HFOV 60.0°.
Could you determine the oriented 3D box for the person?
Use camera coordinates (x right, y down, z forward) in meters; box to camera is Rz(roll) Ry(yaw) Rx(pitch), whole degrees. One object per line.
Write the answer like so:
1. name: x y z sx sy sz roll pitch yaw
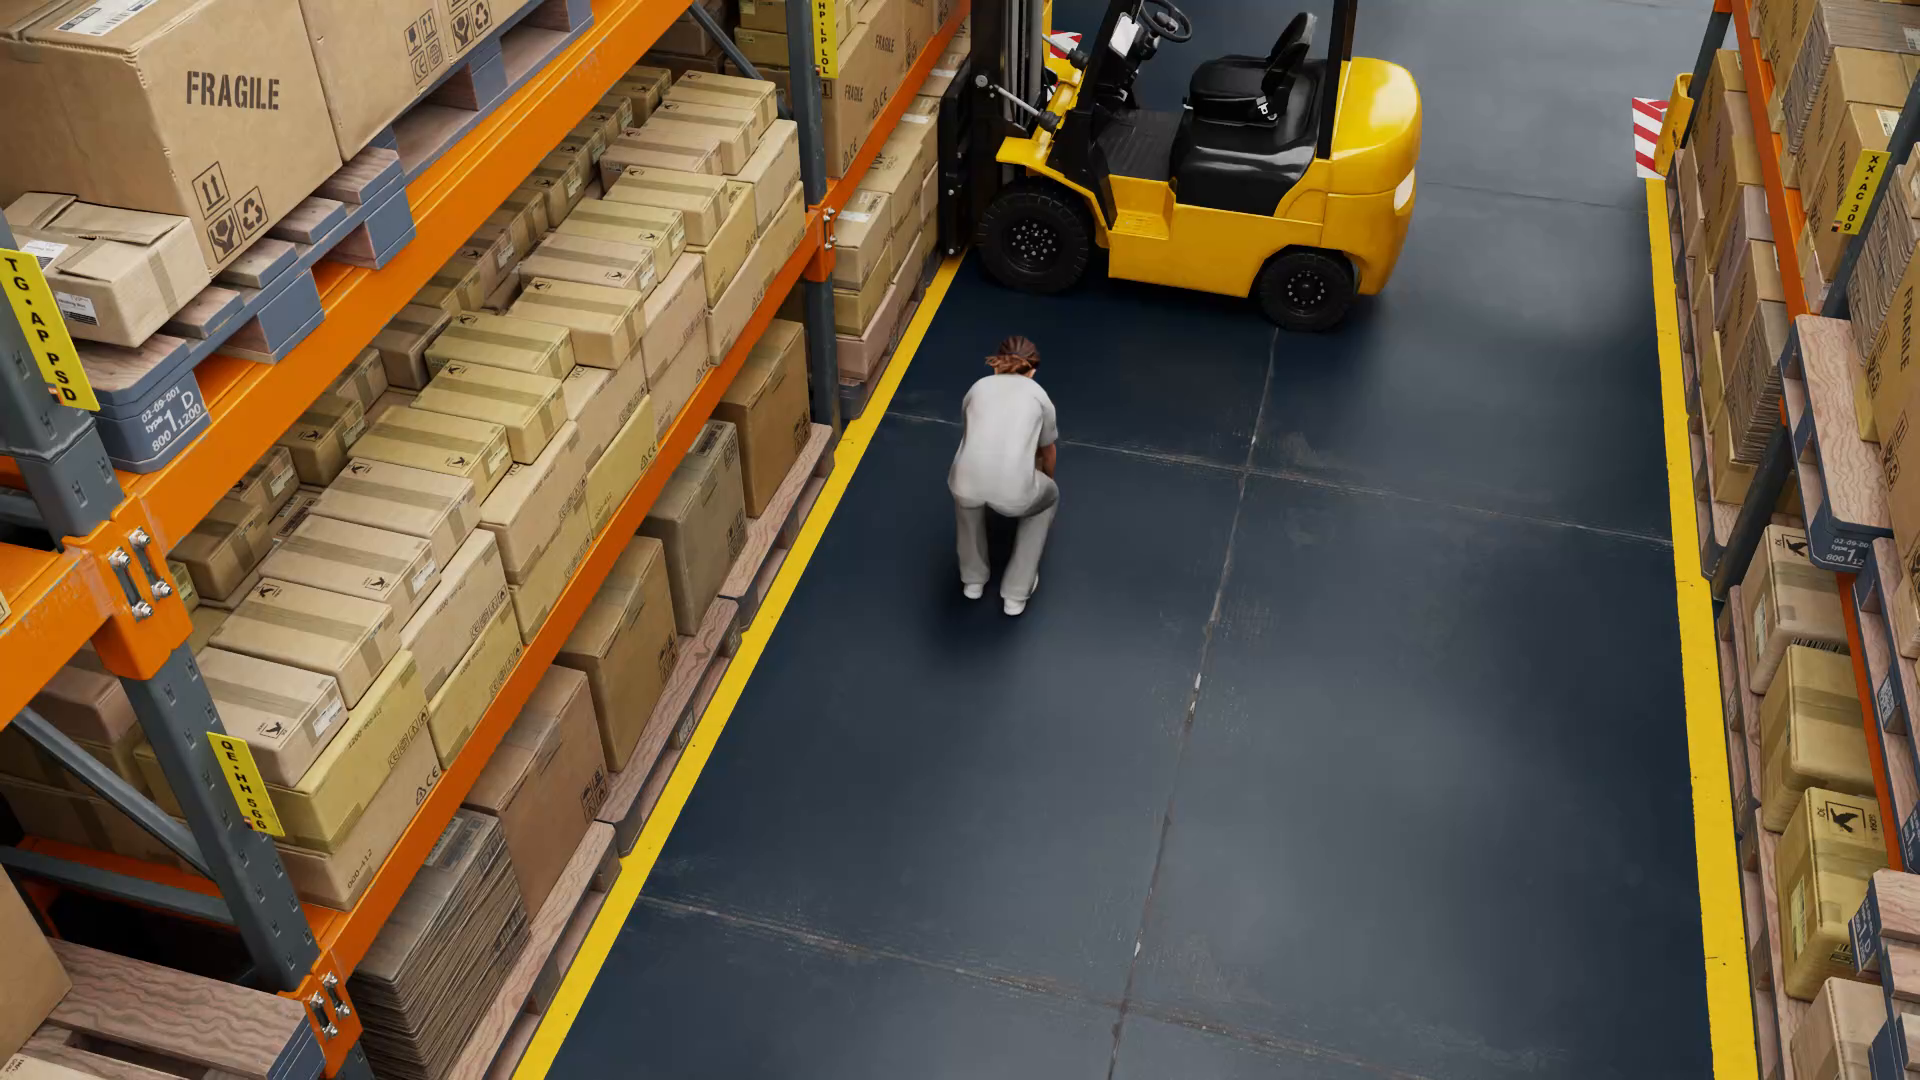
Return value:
1. person: 0.193 -0.260 6.983 0.460 0.982 0.867 8 42 9
